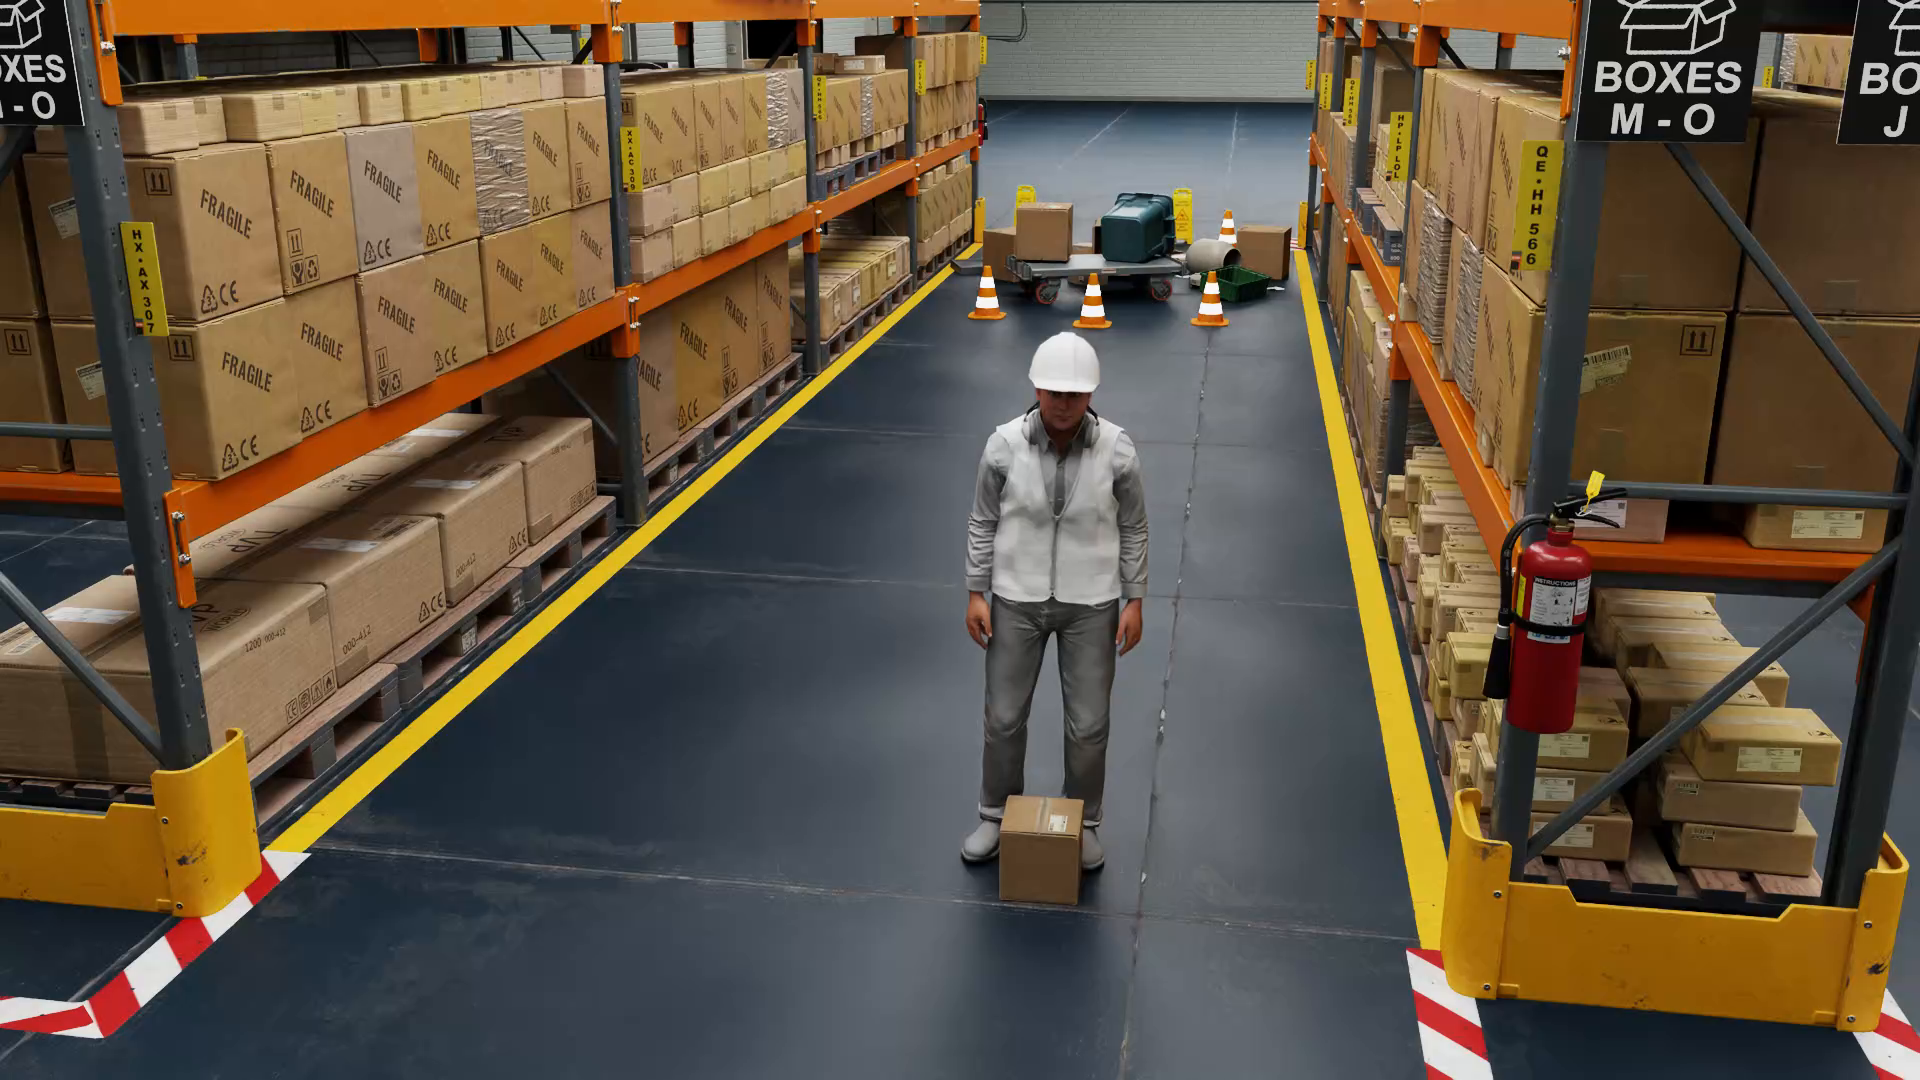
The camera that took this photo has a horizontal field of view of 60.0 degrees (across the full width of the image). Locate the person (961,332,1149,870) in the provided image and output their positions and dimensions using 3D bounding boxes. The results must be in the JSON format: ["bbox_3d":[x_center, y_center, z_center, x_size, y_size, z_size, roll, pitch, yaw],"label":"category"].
[{"bbox_3d":[0.308,0.197,5.390,0.593,1.773,0.457,2,18,6],"label":"person"}]
